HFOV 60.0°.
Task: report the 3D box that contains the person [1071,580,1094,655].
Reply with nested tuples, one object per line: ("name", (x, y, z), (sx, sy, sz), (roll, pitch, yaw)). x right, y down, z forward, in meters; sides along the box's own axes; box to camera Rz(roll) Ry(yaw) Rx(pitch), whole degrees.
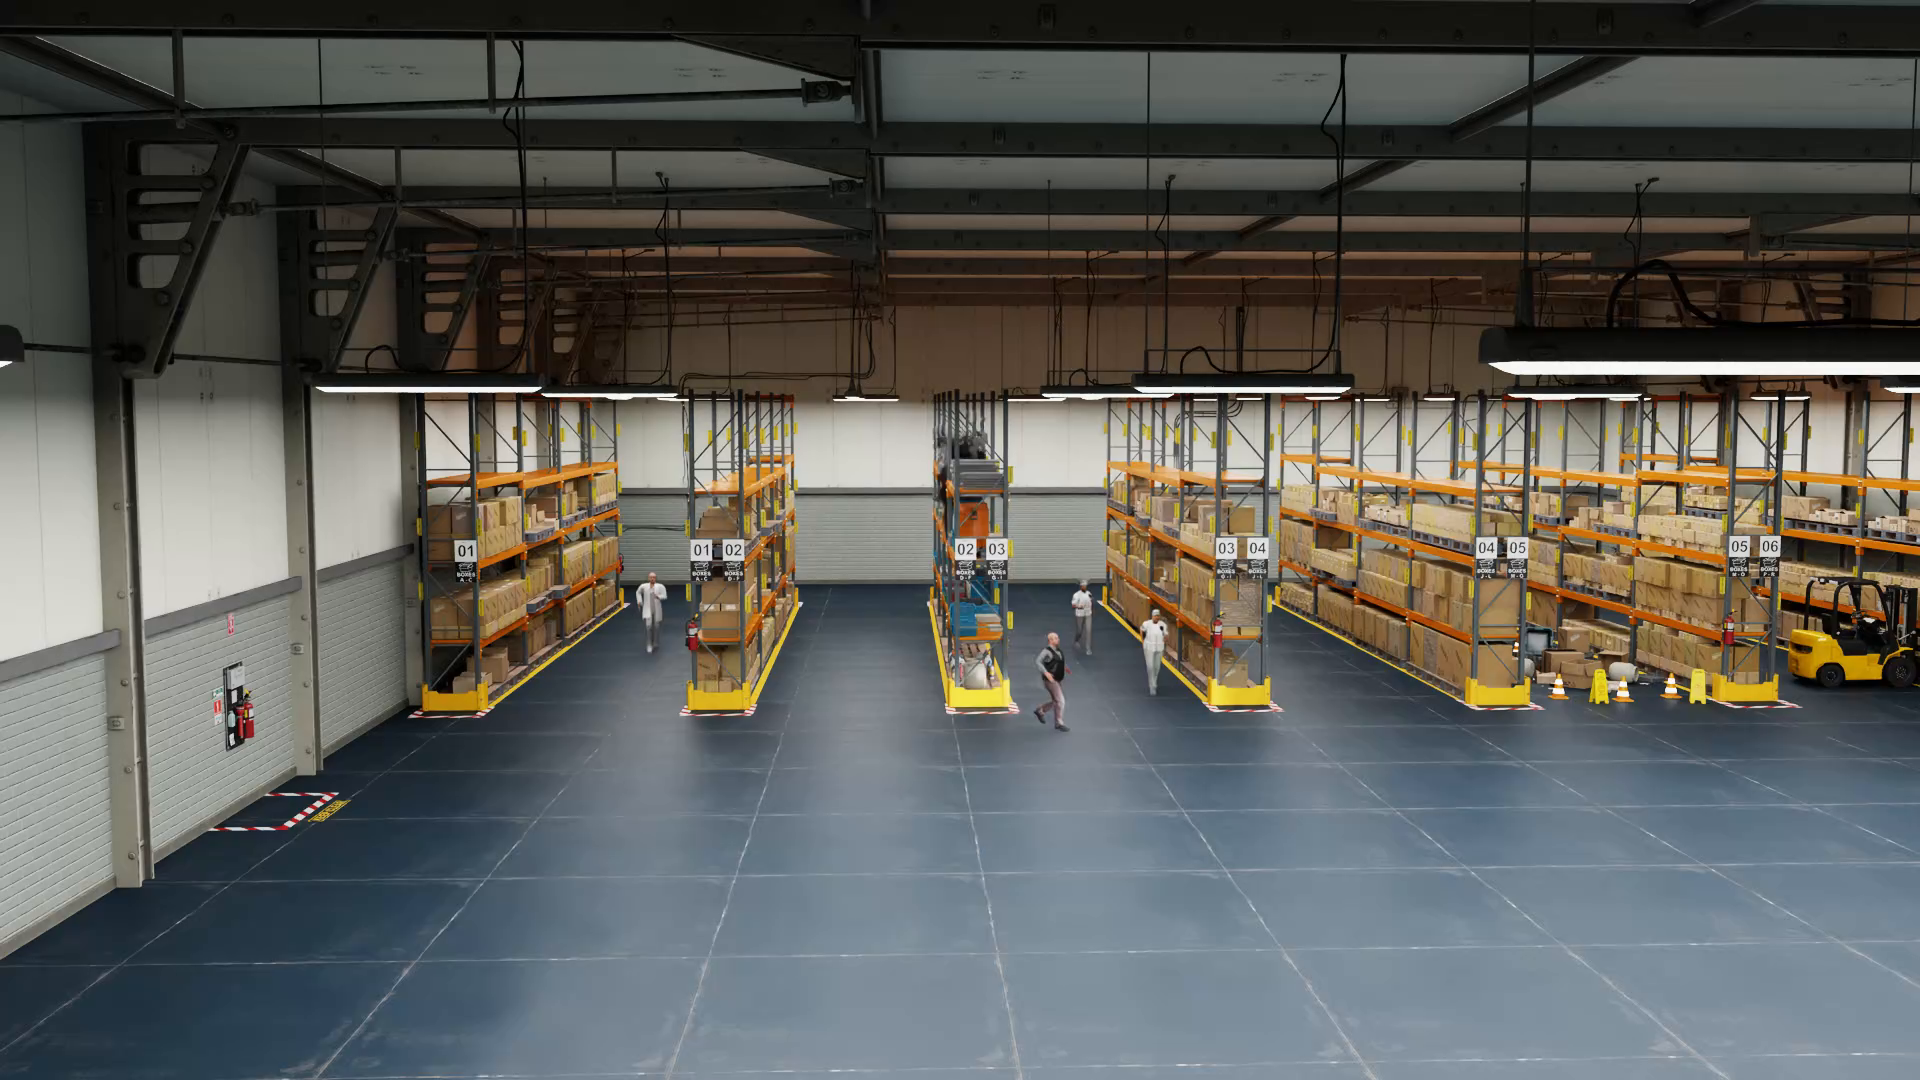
("person", (2.828, 1.752, 38.168), (0.579, 1.693, 0.924), (-1, 5, -14))

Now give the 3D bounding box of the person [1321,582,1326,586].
("person", (10.911, 0.858, 49.142), (0.969, 1.653, 0.574), (0, 5, -2))

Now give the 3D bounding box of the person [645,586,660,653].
("person", (-7.151, 1.801, 38.729), (0.607, 1.600, 0.812), (-1, 5, -16))

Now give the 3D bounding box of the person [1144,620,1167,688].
("person", (3.860, 2.239, 33.157), (0.452, 1.338, 0.713), (-1, 5, -9))

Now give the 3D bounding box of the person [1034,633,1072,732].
("person", (1.586, 2.486, 29.247), (0.786, 1.716, 0.554), (3, 5, 32))
